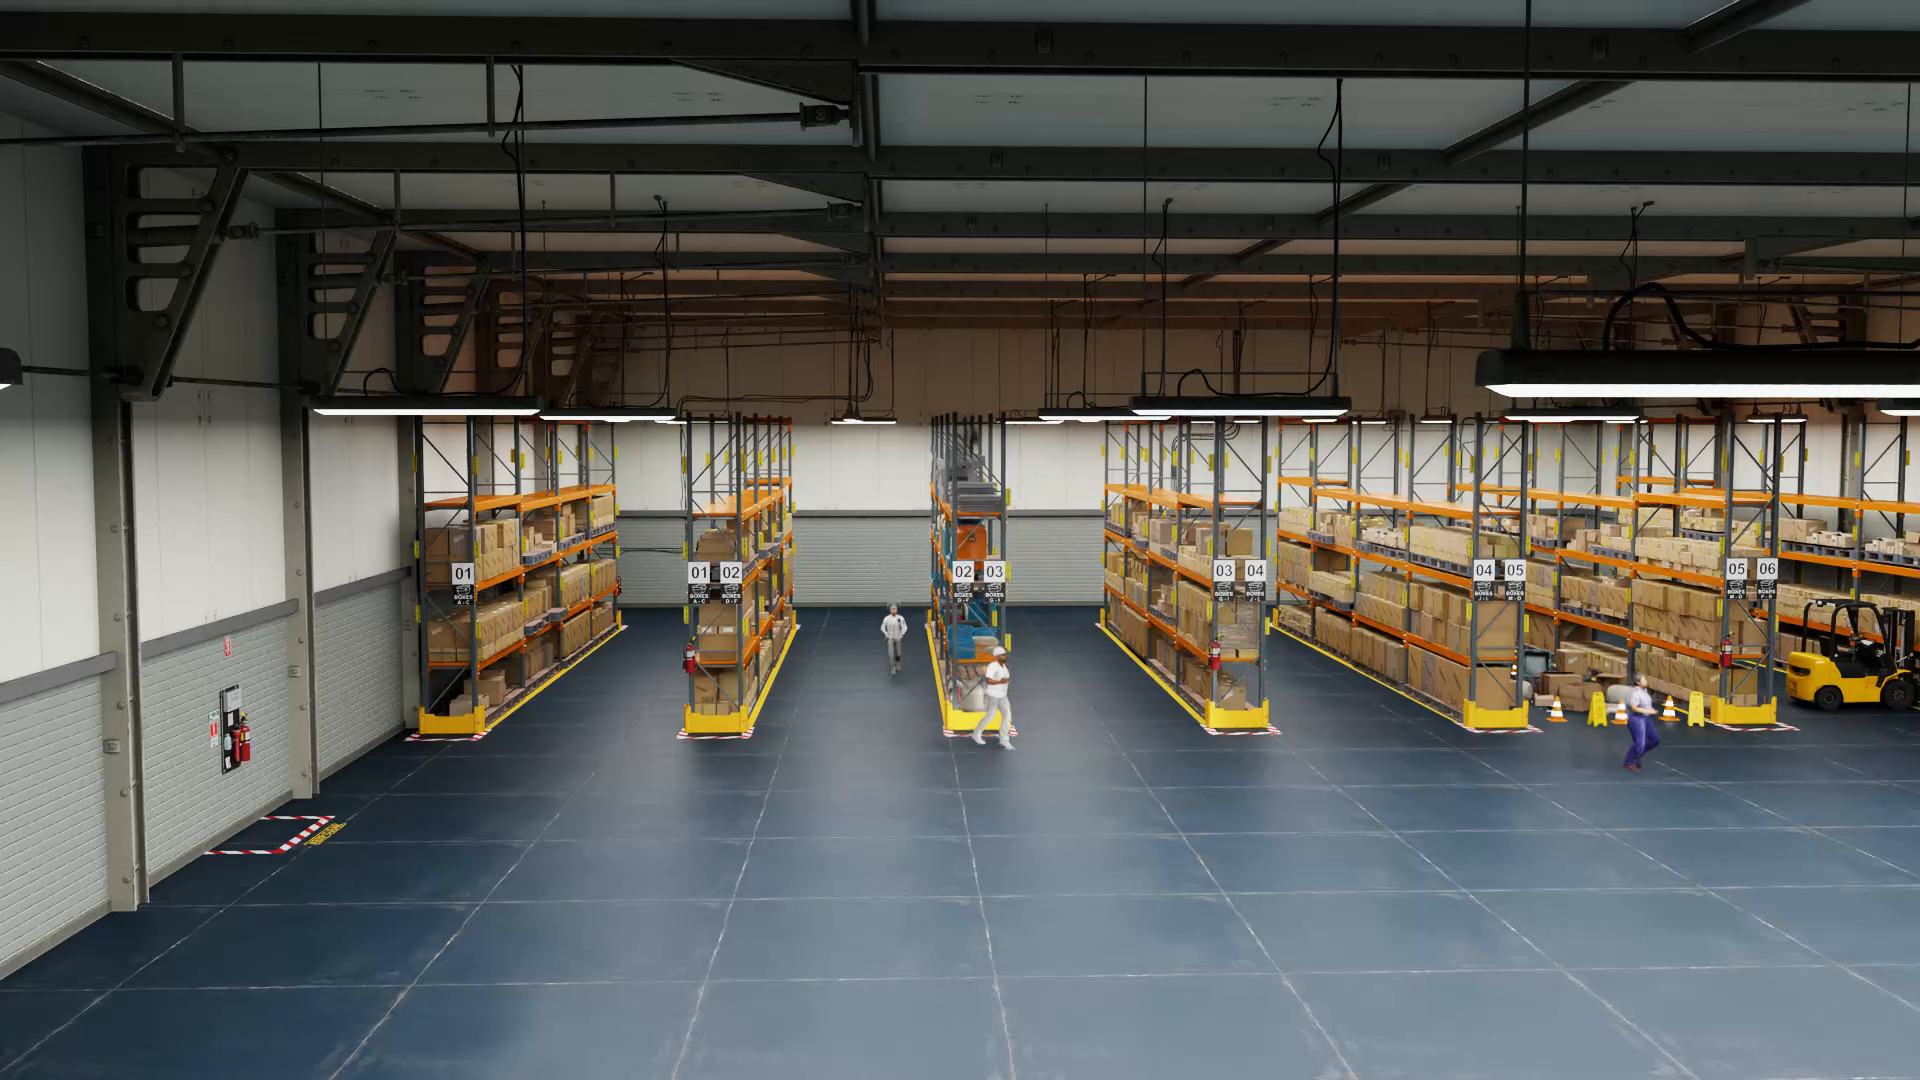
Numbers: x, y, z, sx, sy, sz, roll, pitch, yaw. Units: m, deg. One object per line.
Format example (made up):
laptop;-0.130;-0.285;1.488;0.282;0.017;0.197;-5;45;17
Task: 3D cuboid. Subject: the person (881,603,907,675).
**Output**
person;-1.526;2.282;38.430;0.612;1.648;0.558;0;4;-3

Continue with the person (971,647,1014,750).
person;0.642;2.818;29.745;0.814;1.815;0.700;2;5;32

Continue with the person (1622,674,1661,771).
person;11.313;3.028;27.591;0.570;1.617;0.661;3;5;40
